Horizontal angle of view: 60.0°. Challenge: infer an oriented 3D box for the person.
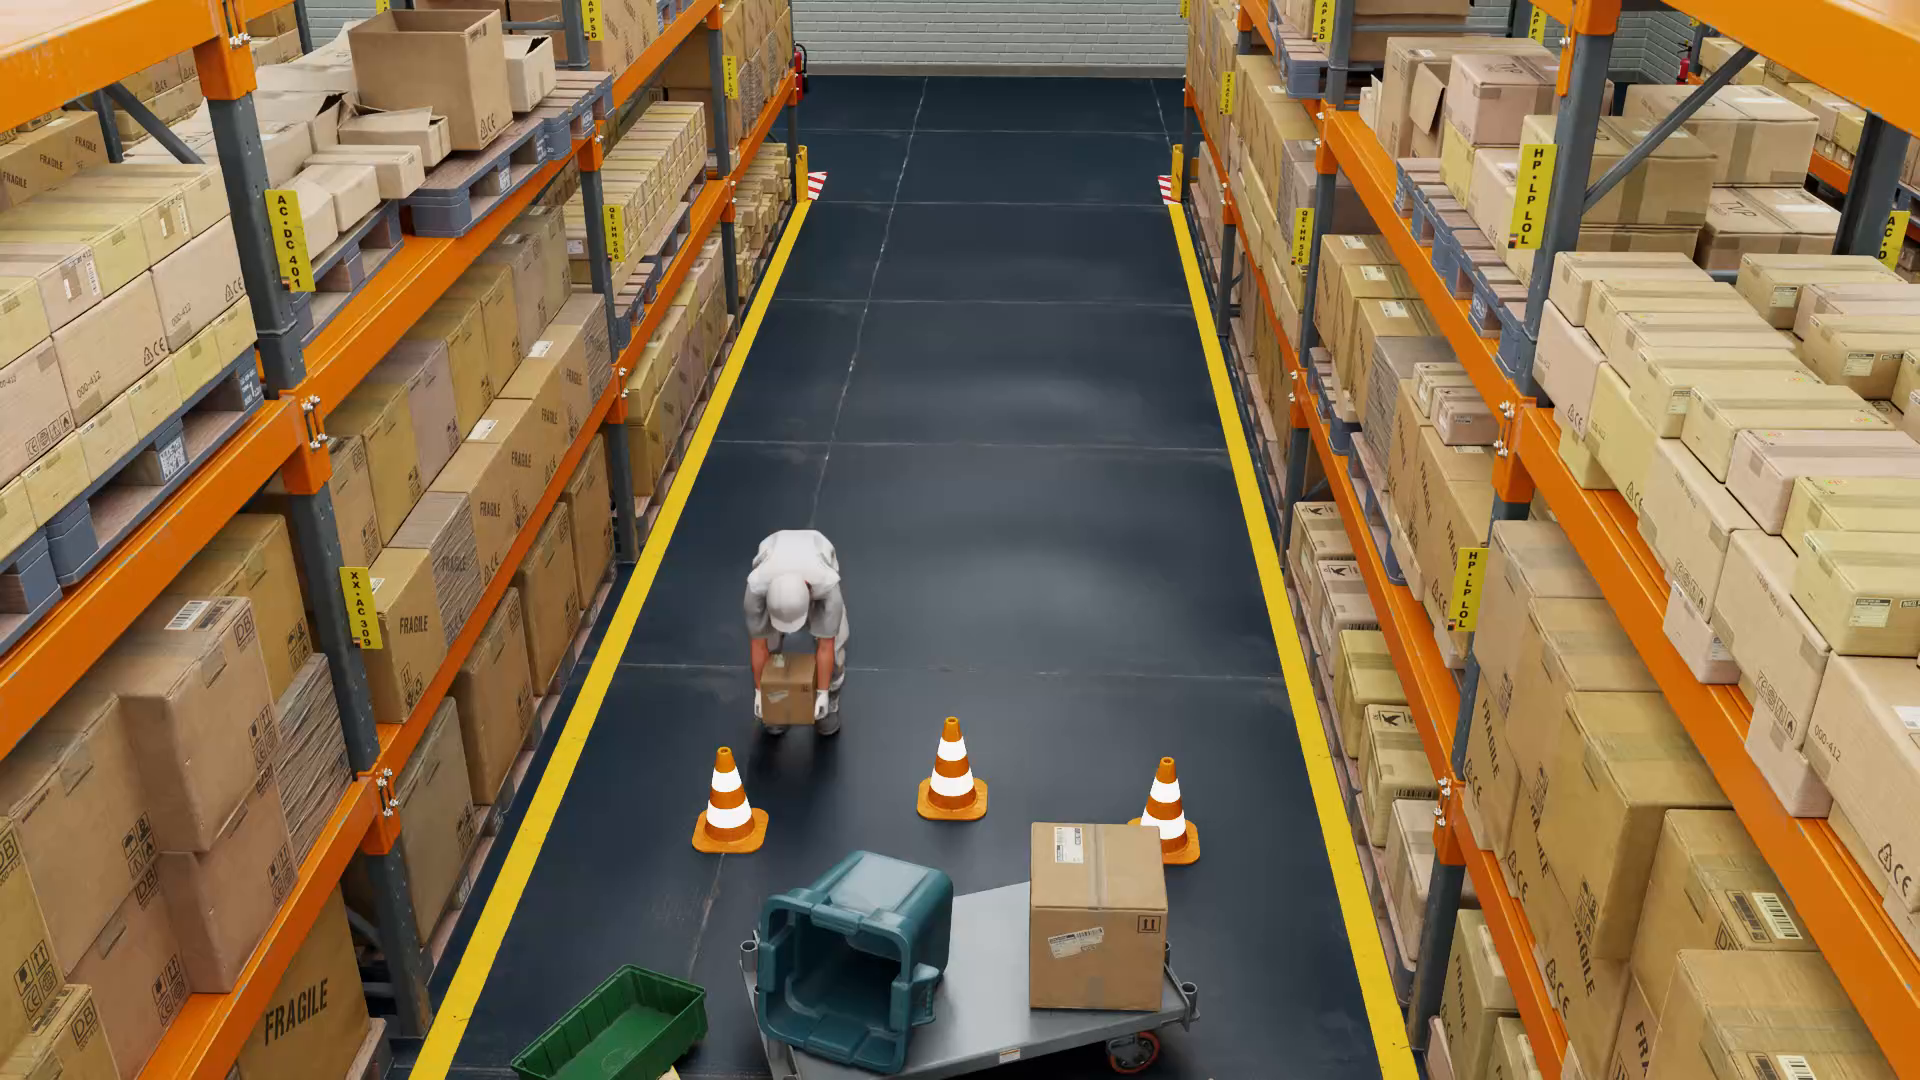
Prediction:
[{"bbox_3d":[-0.814,0.519,8.258,0.517,1.180,0.944,0,28,0],"label":"person"}]
